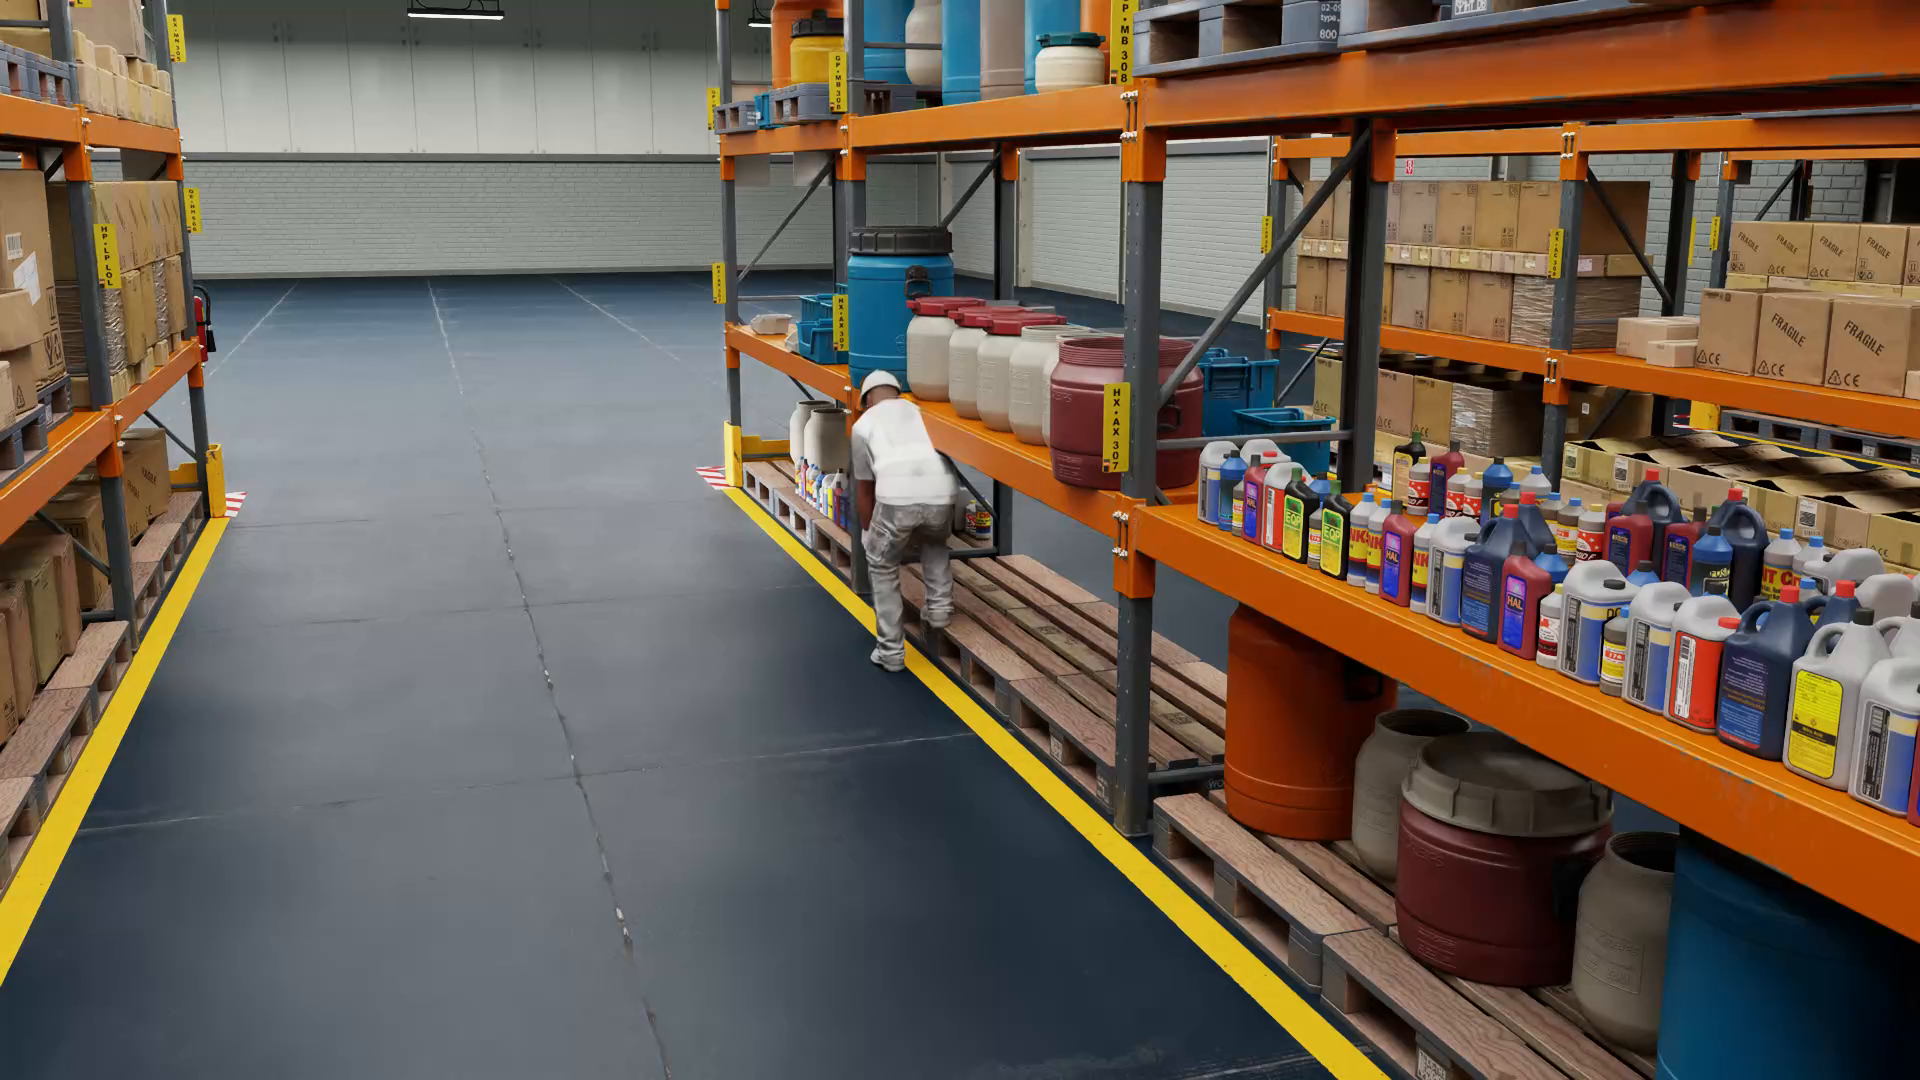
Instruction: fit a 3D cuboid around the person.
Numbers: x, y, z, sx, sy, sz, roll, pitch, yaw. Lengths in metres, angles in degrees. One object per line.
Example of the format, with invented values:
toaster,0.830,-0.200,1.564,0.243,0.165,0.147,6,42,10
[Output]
person,-0.300,-0.116,8.673,0.505,1.474,0.862,-4,13,-19
